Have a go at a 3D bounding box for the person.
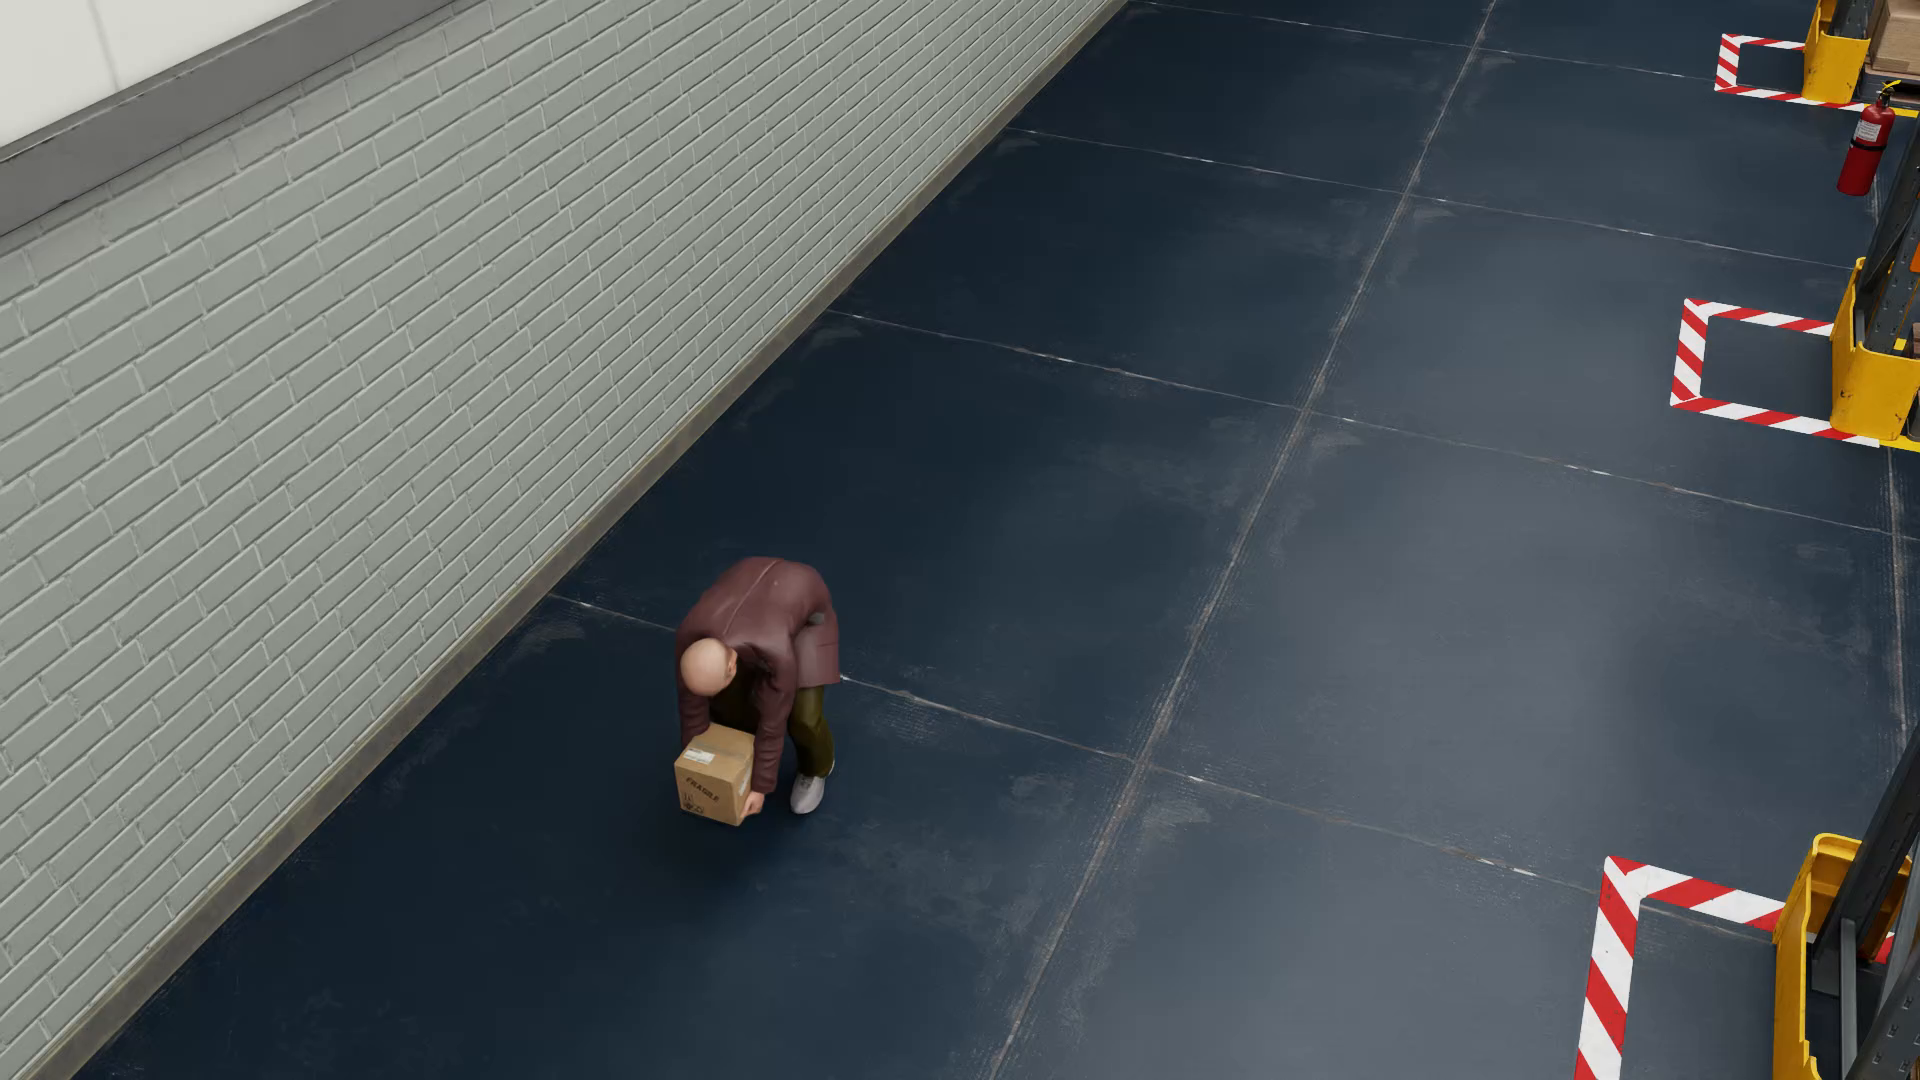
[{"bbox_3d":[-0.801,0.644,6.498,0.581,1.152,0.931,12,39,16],"label":"person"}]
